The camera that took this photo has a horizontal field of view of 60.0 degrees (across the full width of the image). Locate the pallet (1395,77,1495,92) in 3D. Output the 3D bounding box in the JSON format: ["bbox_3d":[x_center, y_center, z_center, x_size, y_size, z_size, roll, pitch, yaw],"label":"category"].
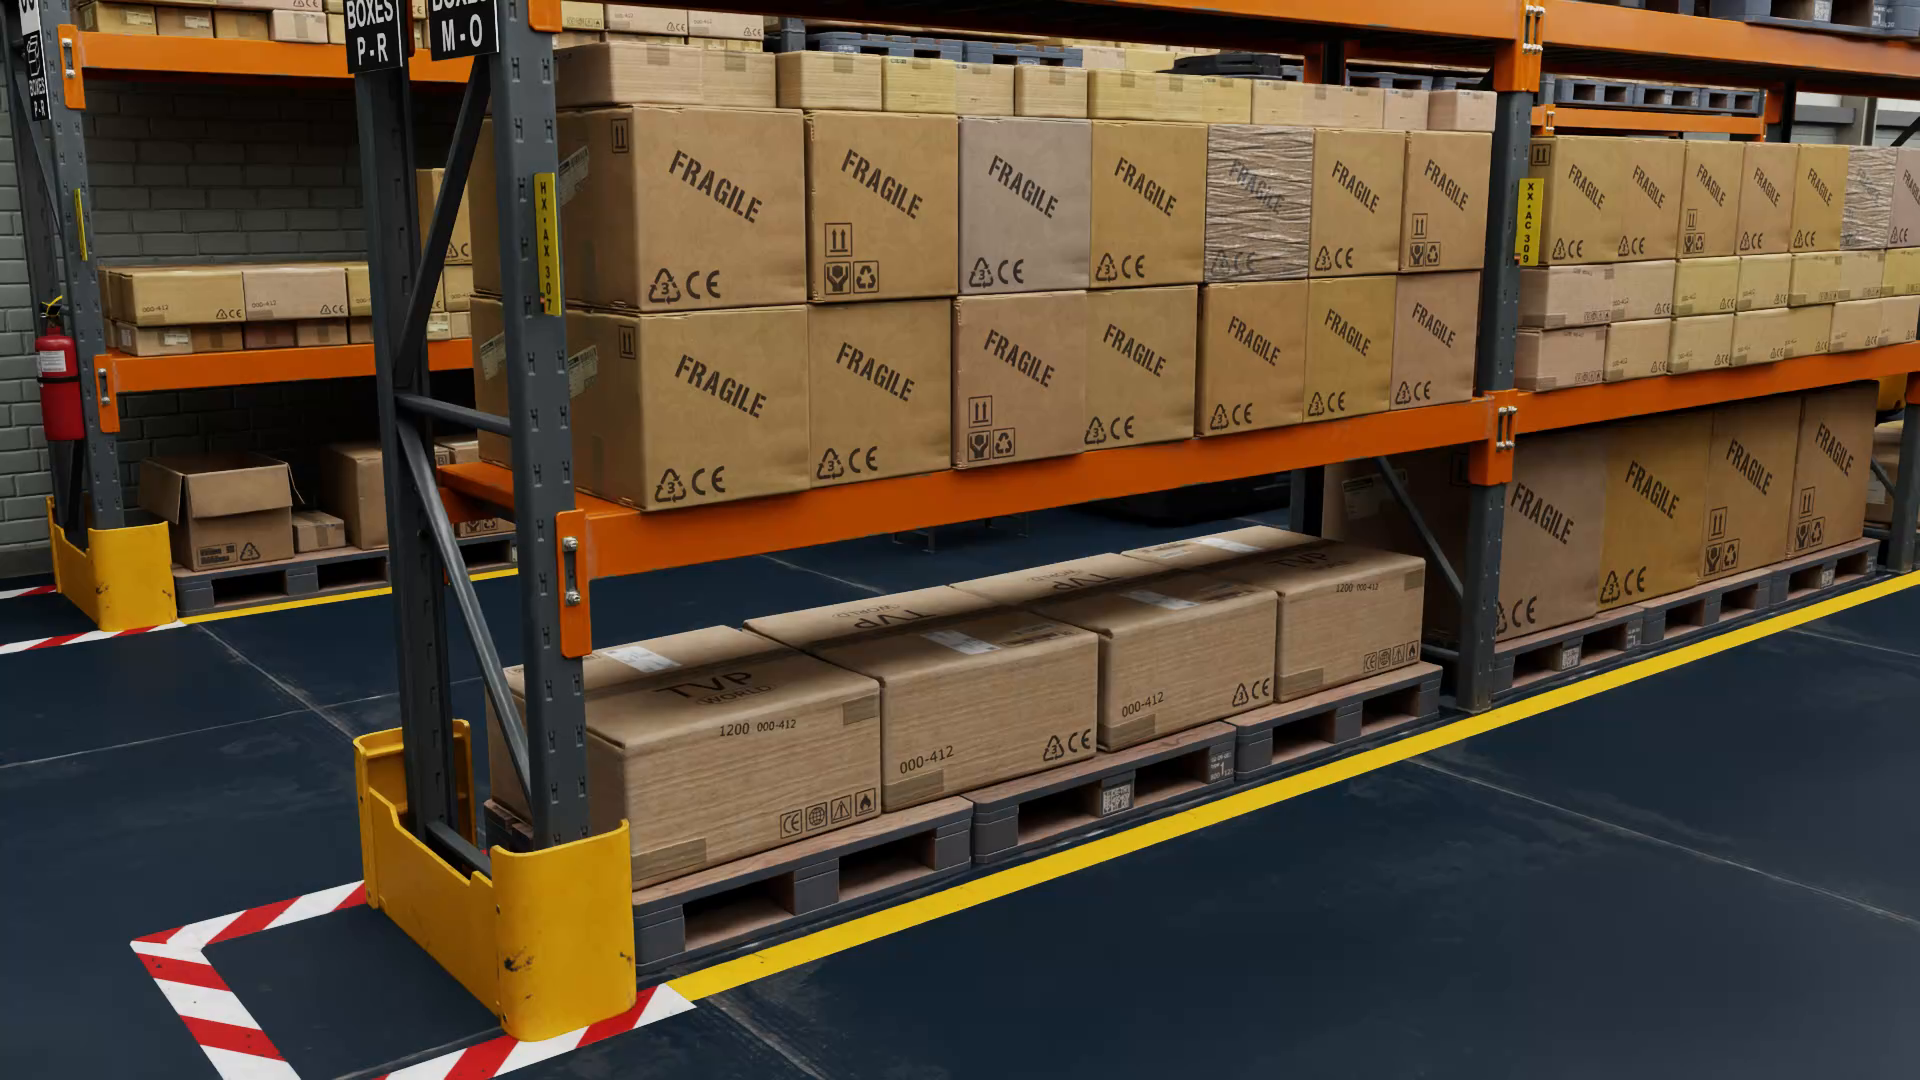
[{"bbox_3d":[4.281,-3.938,14.691,1.217,0.209,0.805,-10,16,-40],"label":"pallet"}]

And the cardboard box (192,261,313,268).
[{"bbox_3d":[-3.812,-1.365,8.981,0.500,0.250,0.500,-9,15,-37],"label":"cardboard box"}]

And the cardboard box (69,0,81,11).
[{"bbox_3d":[-4.232,-2.765,8.351,0.500,0.250,0.500,-10,15,-39],"label":"cardboard box"}]

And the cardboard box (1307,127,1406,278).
[{"bbox_3d":[1.221,-1.206,5.937,0.500,0.500,0.500,-10,15,-38],"label":"cardboard box"}]

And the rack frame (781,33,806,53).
[{"bbox_3d":[-1.286,-1.643,10.643,0.127,3.000,1.000,-9,15,-38],"label":"rack frame"}]

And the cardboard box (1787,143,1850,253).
[{"bbox_3d":[3.914,-1.654,8.050,0.500,0.500,0.500,-9,15,-38],"label":"cardboard box"}]

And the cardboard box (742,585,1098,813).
[{"bbox_3d":[-0.143,0.507,5.677,0.875,0.438,0.875,-9,15,-36],"label":"cardboard box"}]

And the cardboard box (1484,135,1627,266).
[{"bbox_3d":[2.341,-1.387,6.789,0.500,0.500,0.500,-9,15,-37],"label":"cardboard box"}]

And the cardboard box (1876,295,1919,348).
[{"bbox_3d":[4.709,-1.176,8.806,0.500,0.250,0.500,-10,16,-40],"label":"cardboard box"}]

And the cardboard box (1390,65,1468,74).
[{"bbox_3d":[3.949,-4.126,14.078,0.500,0.311,0.500,-10,16,-40],"label":"cardboard box"}]

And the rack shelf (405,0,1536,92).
[{"bbox_3d":[0.256,-1.694,5.395,4.000,0.370,1.077,-9,15,-38],"label":"rack shelf"}]

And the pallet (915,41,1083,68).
[{"bbox_3d":[0.075,-3.226,11.332,1.003,0.211,1.213,-9,15,-38],"label":"pallet"}]

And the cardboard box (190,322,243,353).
[{"bbox_3d":[-3.811,-1.039,8.407,0.250,0.149,0.380,-9,15,-36],"label":"cardboard box"}]

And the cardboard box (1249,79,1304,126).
[{"bbox_3d":[0.942,-1.480,5.669,0.250,0.149,0.380,-10,15,-38],"label":"cardboard box"}]

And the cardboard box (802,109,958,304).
[{"bbox_3d":[-0.354,-0.941,4.692,0.500,0.500,0.500,-10,16,-39],"label":"cardboard box"}]

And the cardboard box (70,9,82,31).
[{"bbox_3d":[-4.304,-2.547,8.285,0.250,0.149,0.380,-9,15,-36],"label":"cardboard box"}]

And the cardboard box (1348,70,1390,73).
[{"bbox_3d":[3.453,-4.058,14.105,0.250,0.166,0.380,-9,15,-38],"label":"cardboard box"}]

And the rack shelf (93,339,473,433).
[{"bbox_3d":[-2.847,-1.031,9.496,4.000,0.370,1.077,-9,15,-38],"label":"rack shelf"}]

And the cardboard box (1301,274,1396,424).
[{"bbox_3d":[1.217,-0.718,6.046,0.500,0.500,0.500,-10,16,-39],"label":"cardboard box"}]

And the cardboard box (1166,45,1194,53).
[{"bbox_3d":[1.497,-3.635,12.206,0.250,0.149,0.380,-10,15,-39],"label":"cardboard box"}]

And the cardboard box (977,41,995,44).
[{"bbox_3d":[0.081,-3.501,11.527,0.250,0.149,0.380,-9,15,-37],"label":"cardboard box"}]

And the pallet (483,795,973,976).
[{"bbox_3d":[-0.730,0.929,5.248,1.213,0.211,1.003,-9,15,-38],"label":"pallet"}]

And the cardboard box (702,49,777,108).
[{"bbox_3d":[-0.695,-1.221,4.448,0.250,0.149,0.380,-9,15,-36],"label":"cardboard box"}]

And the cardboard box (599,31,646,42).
[{"bbox_3d":[-1.985,-2.797,9.461,0.250,0.149,0.380,-10,15,-38],"label":"cardboard box"}]

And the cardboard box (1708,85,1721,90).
[{"bbox_3d":[7.429,-4.666,16.731,0.258,0.266,0.396,-9,15,-38],"label":"cardboard box"}]

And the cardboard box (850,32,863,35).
[{"bbox_3d":[-0.713,-3.364,10.881,0.250,0.149,0.380,-10,16,-39],"label":"cardboard box"}]

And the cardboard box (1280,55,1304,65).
[{"bbox_3d":[2.556,-3.987,12.968,0.500,0.500,0.500,-9,15,-37],"label":"cardboard box"}]

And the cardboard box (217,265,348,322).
[{"bbox_3d":[-3.493,-1.276,8.563,0.500,0.250,0.500,-9,15,-37],"label":"cardboard box"}]

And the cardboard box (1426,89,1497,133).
[{"bbox_3d":[1.776,-1.602,6.241,0.250,0.149,0.380,-10,15,-39],"label":"cardboard box"}]

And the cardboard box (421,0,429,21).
[{"bbox_3d":[-2.711,-2.881,8.898,0.500,0.250,0.500,-10,15,-39],"label":"cardboard box"}]

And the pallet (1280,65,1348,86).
[{"bbox_3d":[2.312,-3.639,13.278,1.003,0.211,1.213,-9,15,-35],"label":"pallet"}]

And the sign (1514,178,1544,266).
[{"bbox_3d":[2.166,-1.210,6.333,0.005,0.325,0.100,-9,15,-38],"label":"sign"}]

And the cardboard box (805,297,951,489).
[{"bbox_3d":[-0.374,-0.454,4.804,0.500,0.500,0.500,-10,15,-38],"label":"cardboard box"}]

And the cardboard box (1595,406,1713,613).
[{"bbox_3d":[2.953,-0.216,8.029,0.875,0.875,0.875,-9,15,-36],"label":"cardboard box"}]

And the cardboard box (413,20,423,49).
[{"bbox_3d":[-3.002,-2.633,8.692,0.250,0.149,0.380,-10,15,-38],"label":"cardboard box"}]

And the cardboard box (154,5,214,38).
[{"bbox_3d":[-3.827,-2.510,8.111,0.250,0.149,0.380,-9,15,-37],"label":"cardboard box"}]

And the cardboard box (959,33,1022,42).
[{"bbox_3d":[0.196,-3.380,10.957,0.250,0.149,0.380,-9,15,-36],"label":"cardboard box"}]

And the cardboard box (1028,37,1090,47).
[{"bbox_3d":[0.690,-3.503,11.583,0.250,0.149,0.380,-9,15,-36],"label":"cardboard box"}]

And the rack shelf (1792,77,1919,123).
[{"bbox_3d":[6.503,-2.732,10.284,4.000,0.370,1.077,-9,15,-38],"label":"rack shelf"}]

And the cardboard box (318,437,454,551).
[{"bbox_3d":[-3.181,-0.275,9.209,0.500,0.500,0.700,-9,15,-35],"label":"cardboard box"}]

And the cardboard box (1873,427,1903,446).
[{"bbox_3d":[5.960,-0.446,10.322,0.625,0.372,0.950,-10,15,-39],"label":"cardboard box"}]

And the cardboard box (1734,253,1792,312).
[{"bbox_3d":[3.532,-1.220,7.810,0.500,0.250,0.500,-10,16,-39],"label":"cardboard box"}]

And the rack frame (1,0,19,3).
[{"bbox_3d":[-4.409,-4.058,7.576,0.127,3.000,1.000,-9,15,-38],"label":"rack frame"}]

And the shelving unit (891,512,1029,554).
[{"bbox_3d":[0.005,-0.735,9.977,0.755,1.500,0.431,-9,15,-38],"label":"shelving unit"}]

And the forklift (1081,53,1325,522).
[{"bbox_3d":[2.058,-1.778,11.447,3.031,2.935,1.130,-10,16,-40],"label":"forklift"}]

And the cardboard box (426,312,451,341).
[{"bbox_3d":[-2.944,-1.158,8.965,0.250,0.149,0.380,-10,16,-39],"label":"cardboard box"}]

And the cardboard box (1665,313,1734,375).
[{"bbox_3d":[3.140,-0.910,7.555,0.500,0.250,0.500,-10,15,-38],"label":"cardboard box"}]

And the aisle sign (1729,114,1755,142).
[{"bbox_3d":[8.319,-4.432,17.522,0.004,0.787,0.394,-9,15,-38],"label":"aisle sign"}]

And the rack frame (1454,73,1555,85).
[{"bbox_3d":[4.961,-5.615,14.909,0.127,3.000,1.000,-9,15,-38],"label":"rack frame"}]

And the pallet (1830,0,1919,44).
[{"bbox_3d":[4.472,-2.640,8.572,1.003,0.211,1.213,-9,15,-35],"label":"pallet"}]

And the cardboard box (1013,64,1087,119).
[{"bbox_3d":[0.167,-1.341,5.015,0.250,0.149,0.380,-9,15,-37],"label":"cardboard box"}]

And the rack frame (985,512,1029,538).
[{"bbox_3d":[0.291,-0.782,10.201,0.023,1.500,0.400,-9,15,-38],"label":"rack frame"}]

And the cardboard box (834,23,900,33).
[{"bbox_3d":[-0.580,-3.244,10.314,0.250,0.149,0.380,-9,15,-37],"label":"cardboard box"}]

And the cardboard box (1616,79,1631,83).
[{"bbox_3d":[6.101,-4.388,15.704,0.250,0.149,0.380,-9,15,-36],"label":"cardboard box"}]
